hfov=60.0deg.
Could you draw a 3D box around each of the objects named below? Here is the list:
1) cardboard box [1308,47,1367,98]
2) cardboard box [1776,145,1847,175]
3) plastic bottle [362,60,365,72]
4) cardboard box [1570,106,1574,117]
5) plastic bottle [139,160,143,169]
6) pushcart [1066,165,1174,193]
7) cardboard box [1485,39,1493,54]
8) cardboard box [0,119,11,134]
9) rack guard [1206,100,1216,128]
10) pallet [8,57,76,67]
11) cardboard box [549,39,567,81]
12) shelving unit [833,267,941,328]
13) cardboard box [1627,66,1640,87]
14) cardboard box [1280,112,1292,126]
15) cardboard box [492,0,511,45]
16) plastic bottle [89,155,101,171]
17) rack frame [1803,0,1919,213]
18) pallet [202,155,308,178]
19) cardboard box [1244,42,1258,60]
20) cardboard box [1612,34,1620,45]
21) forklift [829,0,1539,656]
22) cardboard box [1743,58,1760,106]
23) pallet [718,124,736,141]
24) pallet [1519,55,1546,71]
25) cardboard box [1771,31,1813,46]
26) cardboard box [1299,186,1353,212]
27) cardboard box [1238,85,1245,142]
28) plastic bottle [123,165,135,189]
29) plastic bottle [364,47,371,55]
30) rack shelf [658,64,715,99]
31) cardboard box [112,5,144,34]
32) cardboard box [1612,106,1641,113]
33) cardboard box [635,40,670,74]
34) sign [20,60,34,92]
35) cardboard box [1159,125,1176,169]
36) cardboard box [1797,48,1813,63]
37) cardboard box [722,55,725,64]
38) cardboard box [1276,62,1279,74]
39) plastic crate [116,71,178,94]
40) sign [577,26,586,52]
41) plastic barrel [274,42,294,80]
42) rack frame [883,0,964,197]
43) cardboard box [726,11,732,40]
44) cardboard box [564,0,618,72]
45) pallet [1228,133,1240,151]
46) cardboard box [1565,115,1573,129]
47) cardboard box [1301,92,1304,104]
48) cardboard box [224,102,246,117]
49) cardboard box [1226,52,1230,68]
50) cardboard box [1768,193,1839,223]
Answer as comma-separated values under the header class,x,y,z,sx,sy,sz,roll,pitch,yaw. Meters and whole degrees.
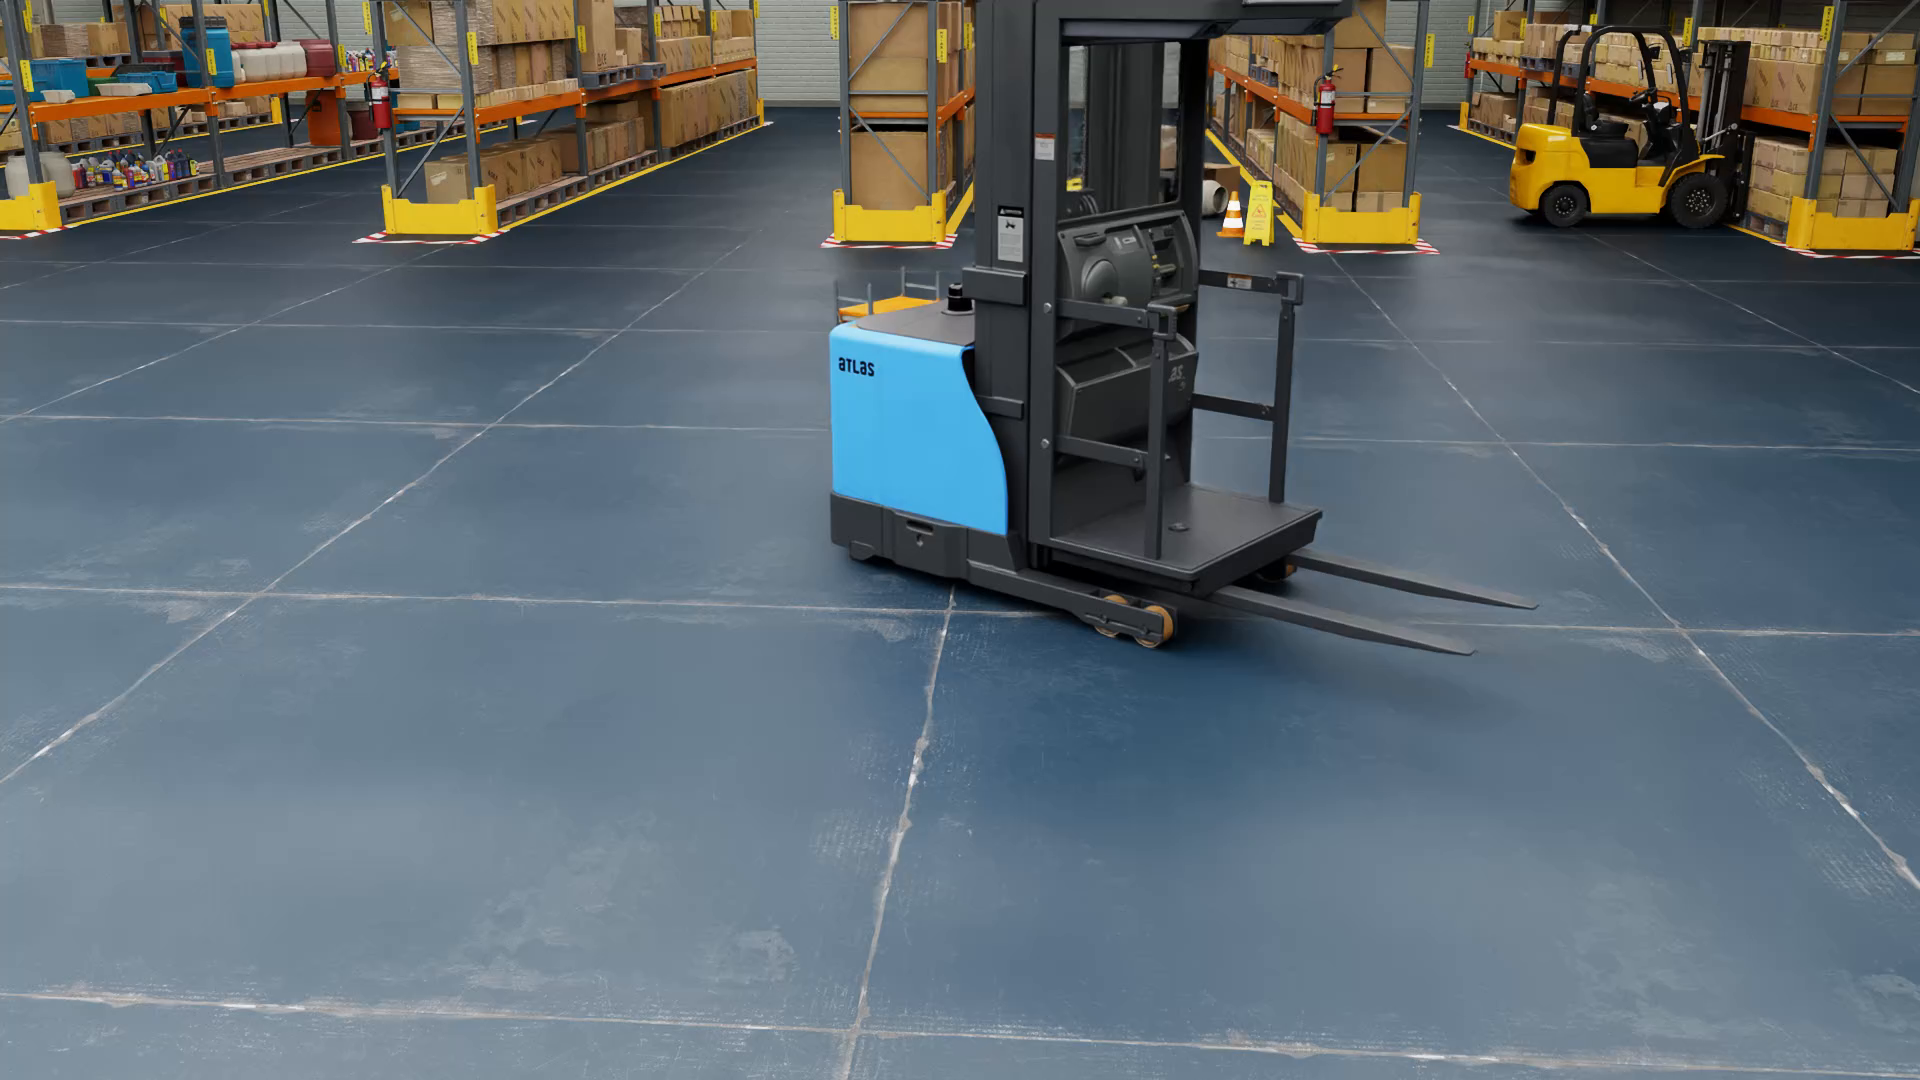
class,x,y,z,sx,sy,sz,roll,pitch,yaw
cardboard box,3.969,-4.922,17.490,0.500,0.500,0.500,1,18,3
cardboard box,8.878,-3.967,17.349,0.500,0.250,0.500,2,18,6
plastic bottle,-9.615,-7.628,26.706,0.097,0.201,0.097,0,18,0
cardboard box,9.501,-6.498,25.236,0.380,0.149,0.250,0,18,1
plastic bottle,-10.251,-4.637,20.912,0.061,0.283,0.133,1,18,4
pushcart,2.214,-4.590,21.326,1.648,0.377,0.936,-5,19,-15
cardboard box,9.933,-9.039,30.456,0.500,0.250,0.500,1,18,3
cardboard box,-14.810,-6.317,25.224,0.500,0.311,0.500,1,18,3
rack guard,5.353,-8.348,32.596,1.175,0.500,0.348,1,18,4
pallet,-15.008,-7.608,26.632,1.213,0.211,1.003,1,18,4
cardboard box,-5.487,-6.073,21.001,0.875,0.500,0.500,1,18,4
shelving unit,-0.342,-0.687,8.091,0.258,1.200,0.503,14,23,37
cardboard box,9.344,-6.253,22.429,0.500,0.250,0.500,2,18,6
cardboard box,4.111,-5.144,20.300,0.380,0.149,0.250,2,18,5
cardboard box,-5.326,-5.764,18.452,0.500,0.500,0.500,1,18,4
plastic bottle,-10.849,-4.651,20.848,0.144,0.351,0.185,1,18,3
rack frame,9.156,-4.449,16.684,1.000,3.000,0.127,1,18,4
pallet,-10.231,-5.432,24.163,1.003,0.211,1.213,1,18,4
cardboard box,4.560,-7.366,25.023,0.500,0.250,0.500,1,18,4
cardboard box,9.402,-7.034,23.369,0.380,0.149,0.250,2,18,5
forklift,0.864,-1.150,6.725,3.031,2.935,1.130,14,23,37
cardboard box,9.037,-5.132,18.607,0.500,0.500,0.500,1,18,4
pallet,-4.687,-7.416,30.217,1.003,0.211,1.213,1,18,4
pallet,9.850,-7.839,27.338,1.003,0.211,1.213,1,18,4
cardboard box,8.950,-5.380,17.846,0.380,0.149,0.250,2,18,5
cardboard box,3.996,-3.716,18.188,0.500,0.250,0.500,1,18,4
cardboard box,5.043,-7.001,27.208,0.875,0.875,0.875,2,18,6
plastic bottle,-10.145,-4.435,20.296,0.061,0.283,0.133,2,18,5
plastic bottle,-9.740,-7.921,27.358,0.144,0.351,0.185,1,18,4
rack shelf,-4.963,-7.544,27.284,1.077,0.370,4.000,1,18,4
cardboard box,-14.922,-9.415,30.072,0.500,0.500,0.500,1,18,4
cardboard box,10.123,-6.491,25.212,0.380,0.149,0.250,2,18,6
cardboard box,-4.800,-7.457,25.703,0.500,0.500,0.500,2,18,6
sign,-10.072,-5.008,17.946,0.100,0.325,0.005,1,18,4
cardboard box,2.714,-5.003,21.174,0.500,0.500,0.500,1,18,4
cardboard box,8.890,-4.999,17.159,0.380,0.149,0.250,2,18,5
cardboard box,-4.430,-8.635,29.863,0.380,0.149,0.250,2,18,6
cardboard box,4.253,-6.047,21.290,0.380,0.149,0.250,2,18,5
plastic crate,-10.142,-5.712,20.778,0.499,0.251,0.616,1,18,4
sign,-4.851,-6.424,21.320,0.100,0.325,0.005,1,18,4
plastic barrel,-9.937,-6.973,24.207,0.421,0.512,0.421,0,18,0
rack frame,-0.453,-5.880,21.051,1.000,3.000,0.127,1,18,4
cardboard box,-4.455,-9.391,30.324,0.500,0.500,0.500,1,18,2
cardboard box,-5.196,-6.751,22.070,1.000,1.000,1.000,1,18,4
pallet,5.085,-6.719,28.090,1.003,0.211,1.213,1,18,4
cardboard box,9.592,-6.237,25.479,0.500,0.500,0.500,1,18,3
cardboard box,4.040,-4.959,18.644,0.380,0.149,0.250,1,18,3
cardboard box,-14.305,-8.405,32.467,0.500,0.250,0.500,1,18,4
cardboard box,4.770,-8.084,28.017,0.500,0.250,0.500,1,18,3
cardboard box,8.874,-3.495,17.513,0.500,0.250,0.500,1,18,4
